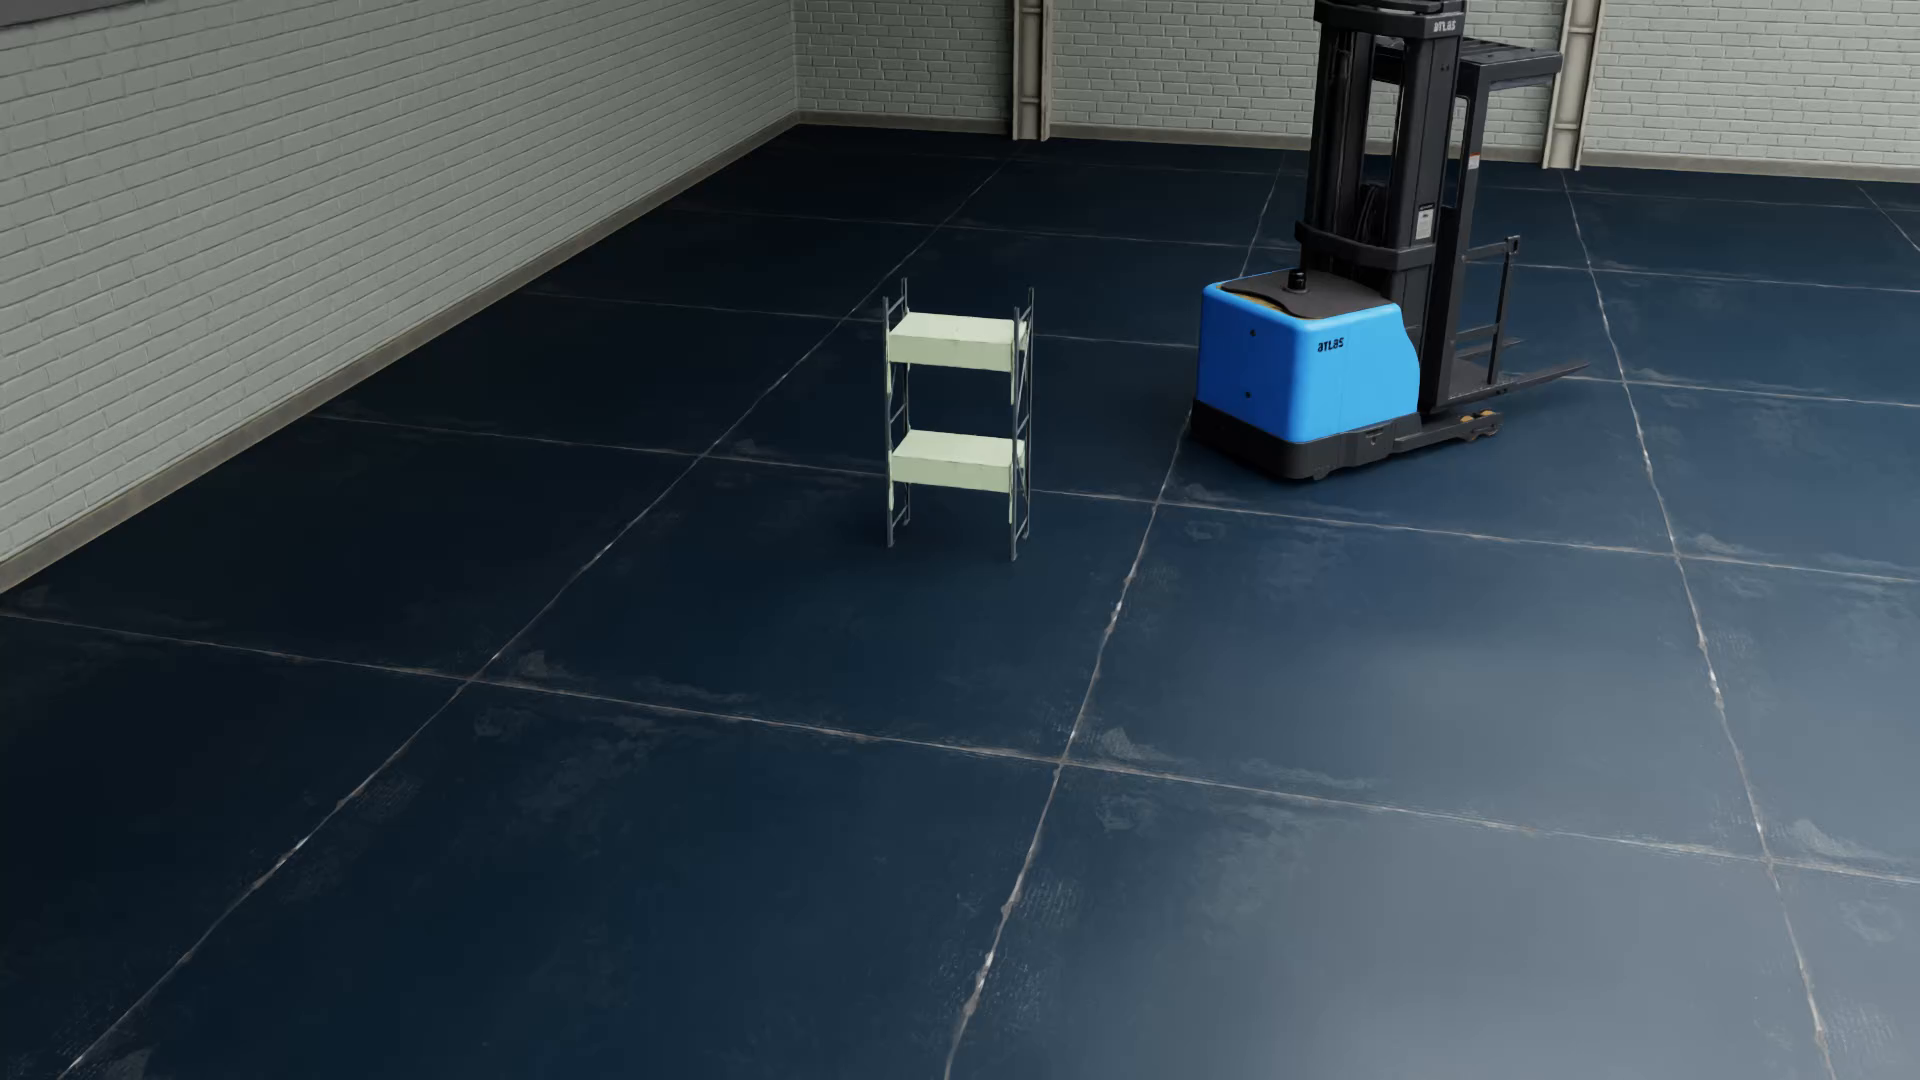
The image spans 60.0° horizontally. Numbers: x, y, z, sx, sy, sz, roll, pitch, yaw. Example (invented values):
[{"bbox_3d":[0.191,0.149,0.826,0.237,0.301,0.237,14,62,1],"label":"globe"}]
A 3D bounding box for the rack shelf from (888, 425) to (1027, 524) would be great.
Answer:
[{"bbox_3d":[-0.006,-0.384,9.569,0.720,0.370,0.431,6,26,13],"label":"rack shelf"}]

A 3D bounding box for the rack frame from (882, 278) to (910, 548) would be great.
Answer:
[{"bbox_3d":[-0.361,-0.717,9.511,0.023,1.500,0.400,6,26,13],"label":"rack frame"}]

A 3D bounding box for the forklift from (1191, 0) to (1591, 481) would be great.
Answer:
[{"bbox_3d":[3.063,-2.161,10.879,3.031,2.935,1.130,-15,29,-29],"label":"forklift"}]

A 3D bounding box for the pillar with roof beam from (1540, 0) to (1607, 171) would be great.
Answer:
[{"bbox_3d":[5.585,-6.418,12.763,0.400,9.000,9.100,6,26,13],"label":"pillar with roof beam"}]

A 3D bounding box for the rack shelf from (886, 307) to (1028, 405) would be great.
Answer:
[{"bbox_3d":[-0.006,-1.030,9.261,0.720,0.370,0.431,6,26,13],"label":"rack shelf"}]

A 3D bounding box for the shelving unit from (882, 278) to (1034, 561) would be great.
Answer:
[{"bbox_3d":[-0.006,-0.678,9.429,0.755,1.500,0.431,6,26,13],"label":"shelving unit"}]

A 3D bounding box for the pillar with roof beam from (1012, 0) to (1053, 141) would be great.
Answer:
[{"bbox_3d":[-0.225,-7.061,14.112,0.400,9.000,9.100,6,26,13],"label":"pillar with roof beam"}]

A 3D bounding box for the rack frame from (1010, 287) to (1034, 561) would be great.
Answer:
[{"bbox_3d":[0.348,-0.639,9.347,0.023,1.500,0.400,6,26,13],"label":"rack frame"}]
